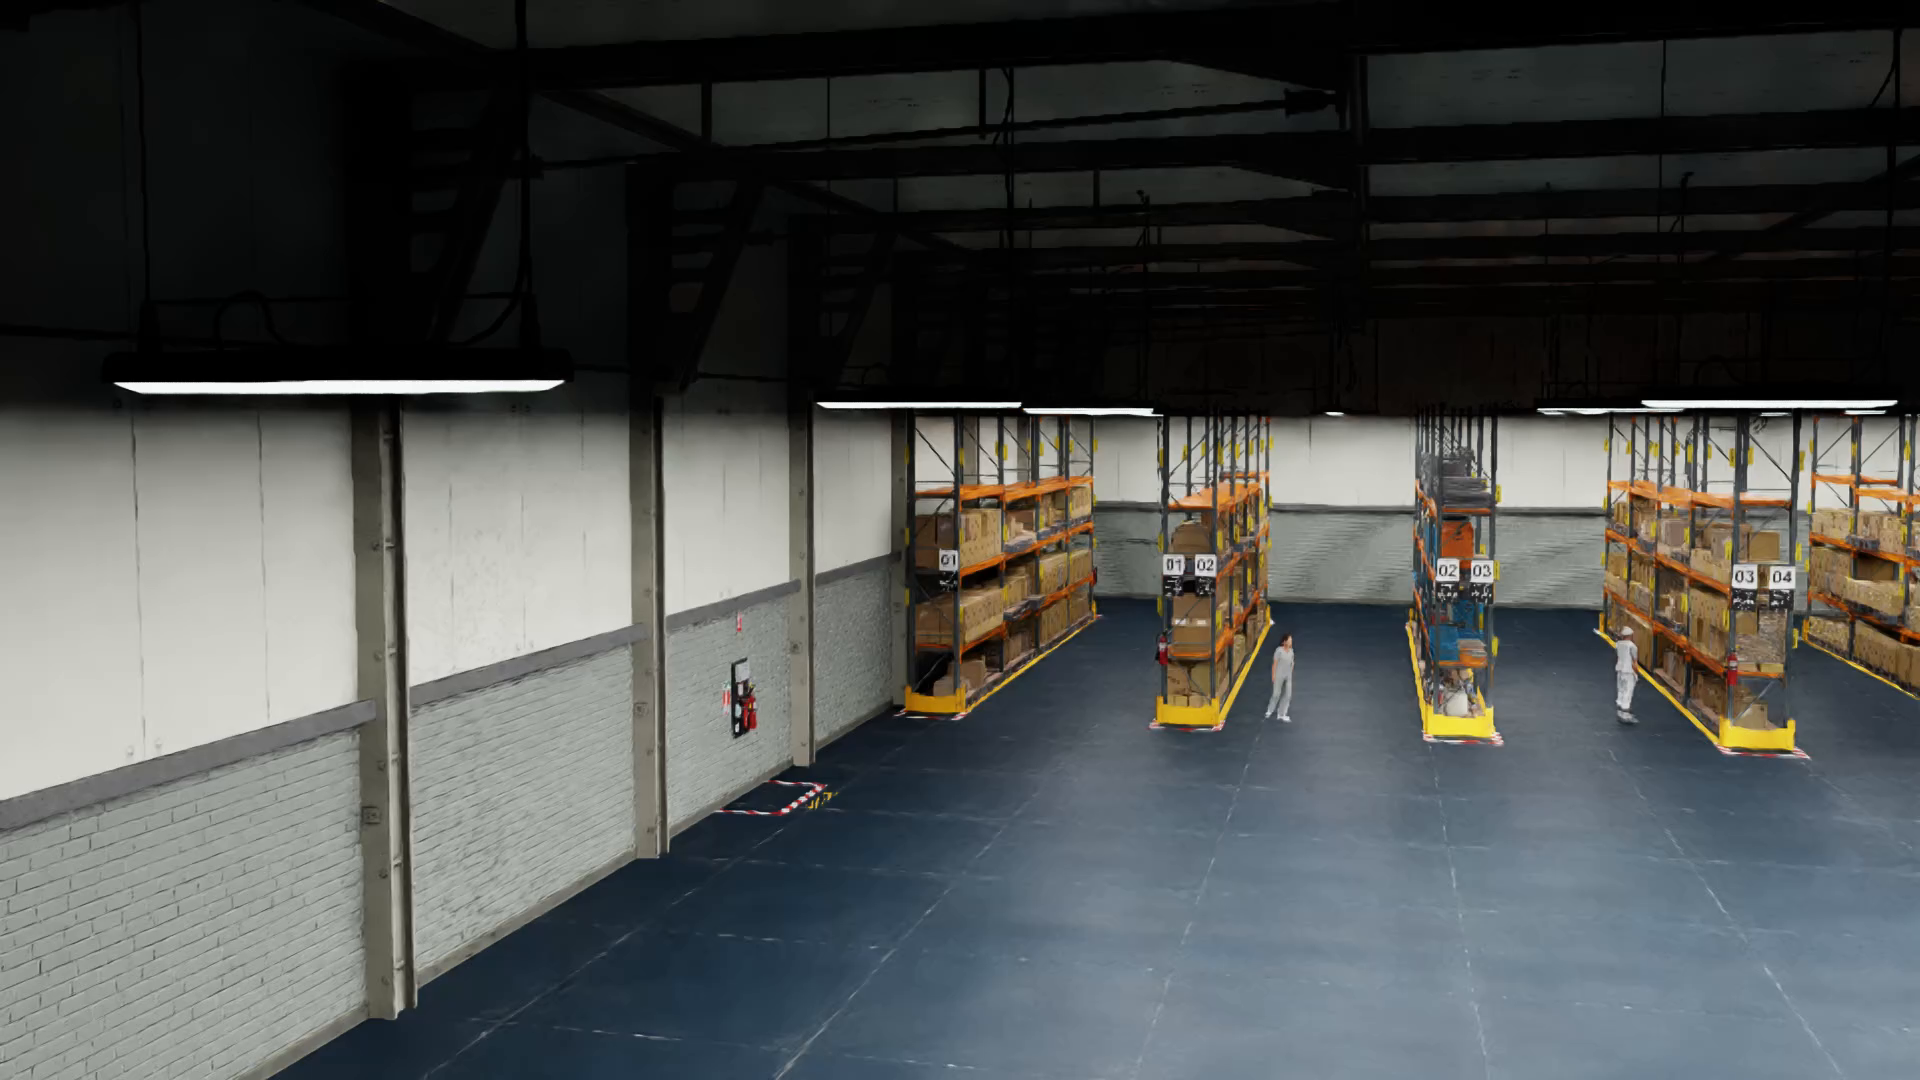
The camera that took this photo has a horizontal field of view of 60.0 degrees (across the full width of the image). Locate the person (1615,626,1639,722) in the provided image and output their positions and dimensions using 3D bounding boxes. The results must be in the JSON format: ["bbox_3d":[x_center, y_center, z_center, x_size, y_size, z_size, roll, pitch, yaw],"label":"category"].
[{"bbox_3d":[12.647,2.523,31.465,0.443,1.779,0.600,-1,4,-17],"label":"person"}]

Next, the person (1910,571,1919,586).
[{"bbox_3d":[25.408,1.660,44.229,0.446,1.668,0.617,-1,4,-18],"label":"person"}]

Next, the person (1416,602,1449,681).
[{"bbox_3d":[9.956,2.133,34.969,0.604,1.647,0.635,0,4,1],"label":"person"}]

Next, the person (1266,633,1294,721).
[{"bbox_3d":[6.098,2.591,31.685,0.504,1.659,0.533,-2,4,-22],"label":"person"}]
